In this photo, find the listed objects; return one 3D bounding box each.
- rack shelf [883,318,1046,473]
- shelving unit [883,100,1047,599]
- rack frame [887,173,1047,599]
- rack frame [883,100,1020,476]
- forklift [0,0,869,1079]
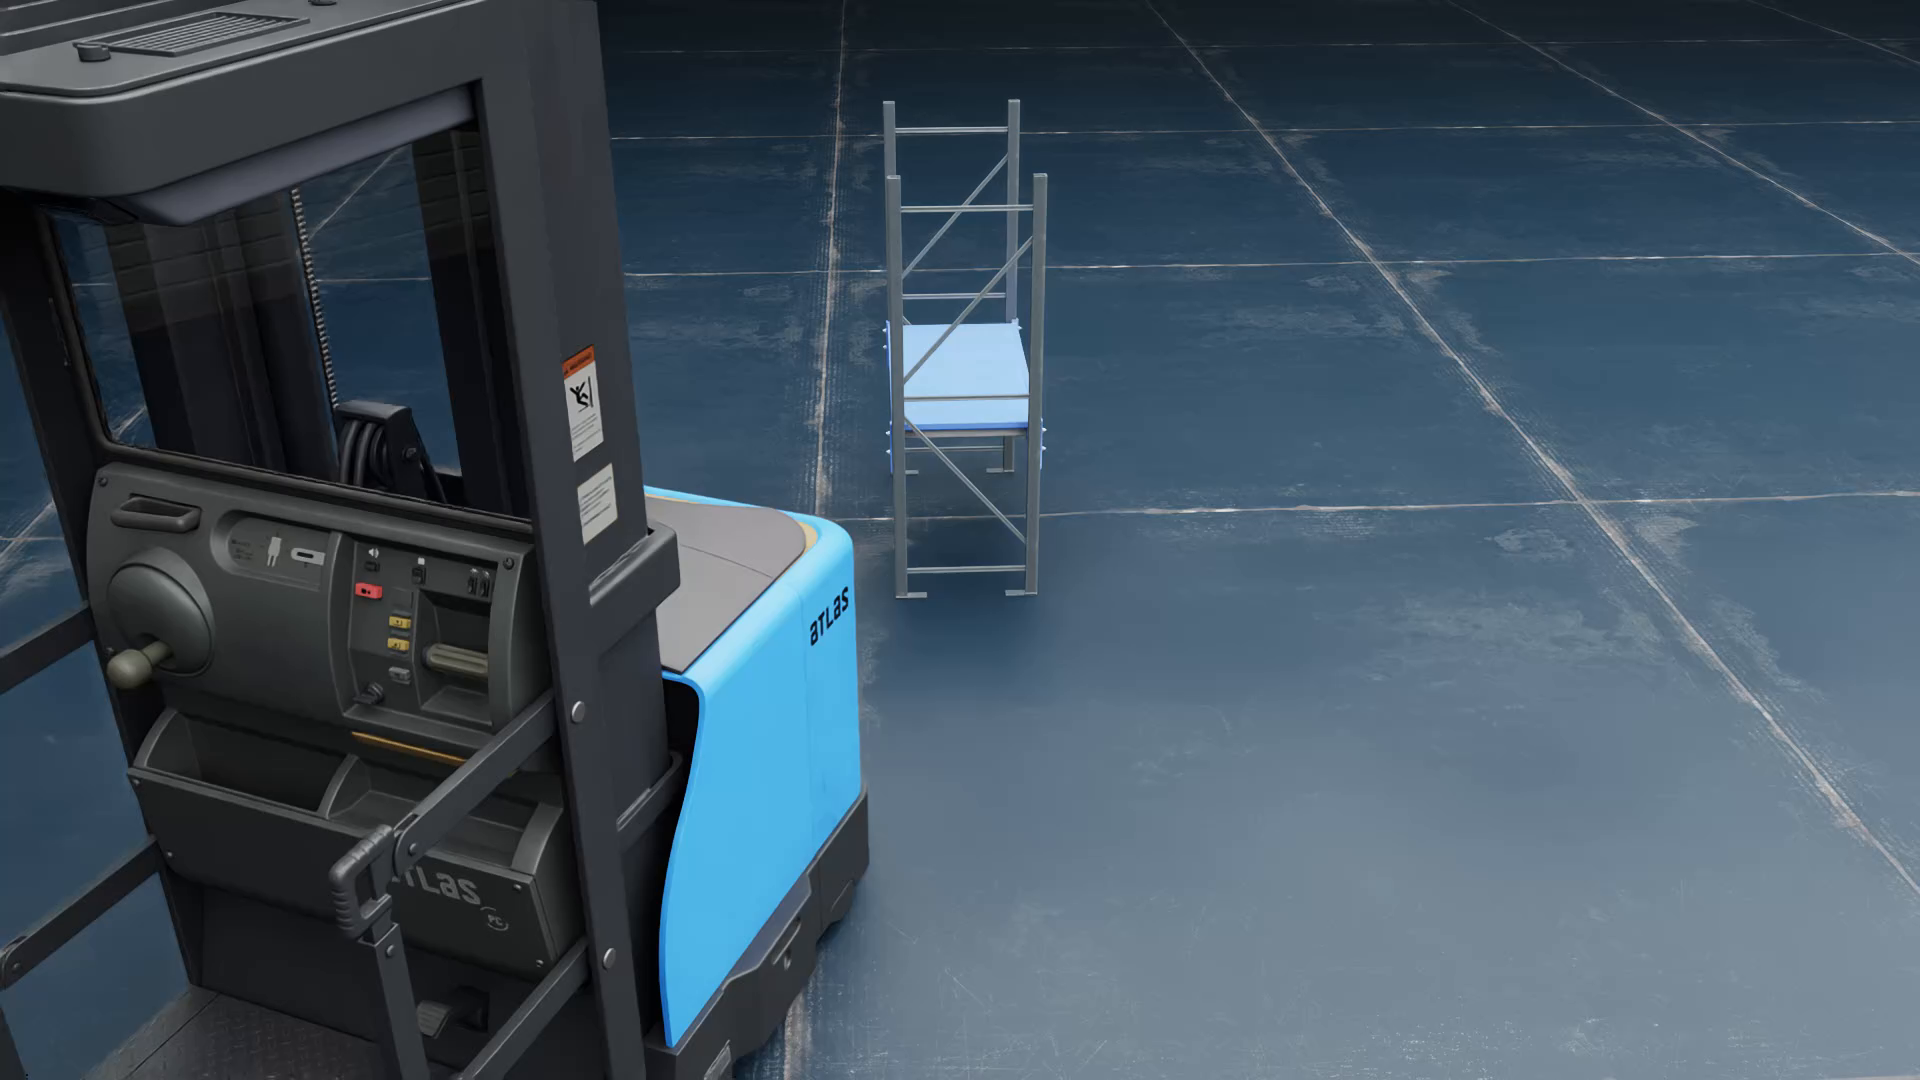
[{"bbox_3d":[-0.004,-0.545,6.062,0.538,0.185,1.000,-1,28,-3],"label":"rack shelf"},{"bbox_3d":[-0.004,-0.704,5.979,0.538,1.500,1.048,-1,28,-3],"label":"shelving unit"},{"bbox_3d":[0.022,-0.470,5.529,0.500,1.500,0.032,-1,28,-3],"label":"rack frame"},{"bbox_3d":[-0.031,-0.939,6.429,0.500,1.500,0.032,-1,28,-3],"label":"rack frame"},{"bbox_3d":[-1.247,0.162,2.771,1.130,2.935,3.031,10,29,19],"label":"forklift"}]
